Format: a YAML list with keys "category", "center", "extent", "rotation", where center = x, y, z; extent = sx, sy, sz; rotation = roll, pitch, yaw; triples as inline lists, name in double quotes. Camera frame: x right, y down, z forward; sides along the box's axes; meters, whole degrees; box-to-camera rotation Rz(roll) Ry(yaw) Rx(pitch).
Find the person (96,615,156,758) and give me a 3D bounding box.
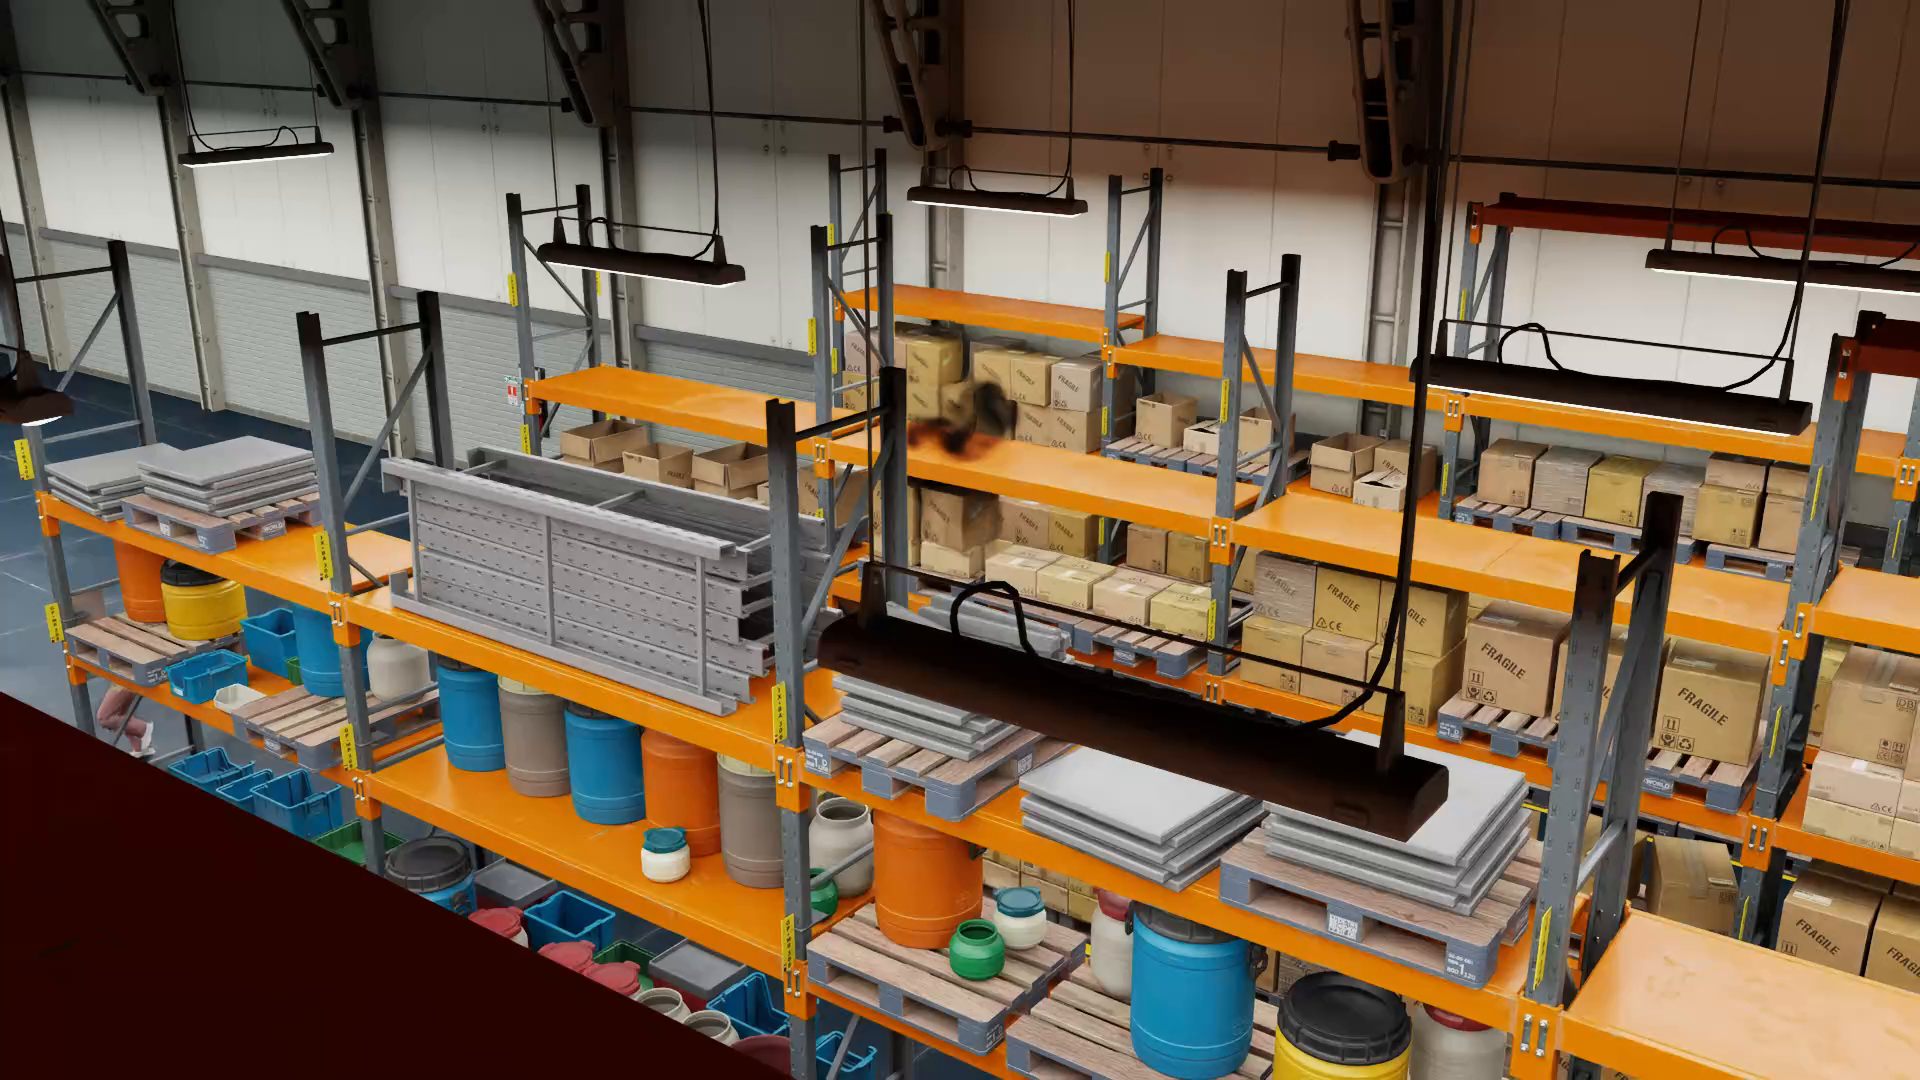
- category: "person"
  center: [-9.018, 1.580, 17.850]
  extent: [0.523, 1.623, 0.588]
  rotation: [-8, 20, -23]
